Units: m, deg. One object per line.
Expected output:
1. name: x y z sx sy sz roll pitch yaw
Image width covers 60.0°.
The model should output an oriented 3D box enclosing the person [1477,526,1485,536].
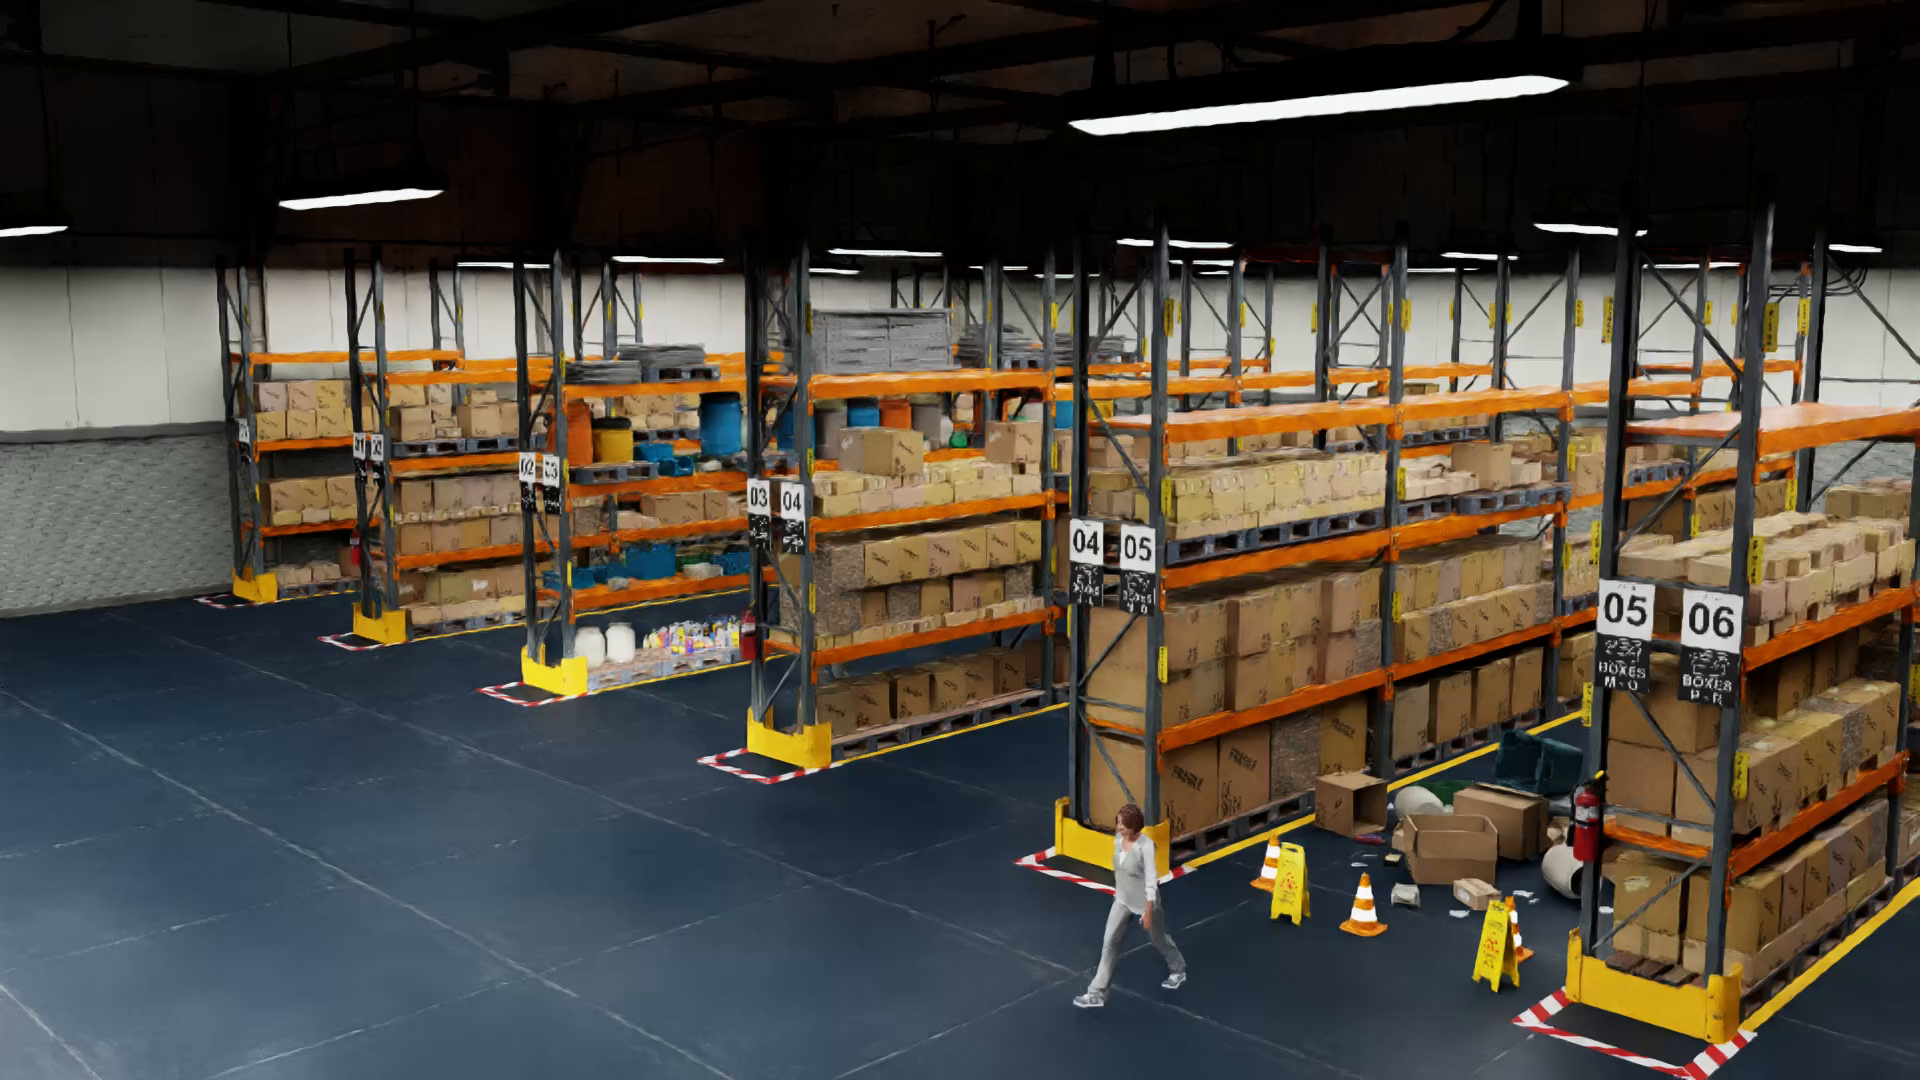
1. person: 8.598 0.495 27.347 0.401 1.598 0.465 2 8 14

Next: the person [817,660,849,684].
1. person: -1.688 1.337 21.550 0.625 1.607 0.582 7 11 42

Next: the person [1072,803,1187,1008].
1. person: 1.306 2.673 12.288 1.043 1.514 0.419 -7 11 -42

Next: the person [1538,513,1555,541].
1. person: 10.623 0.048 30.014 0.630 1.741 0.670 5 9 29
